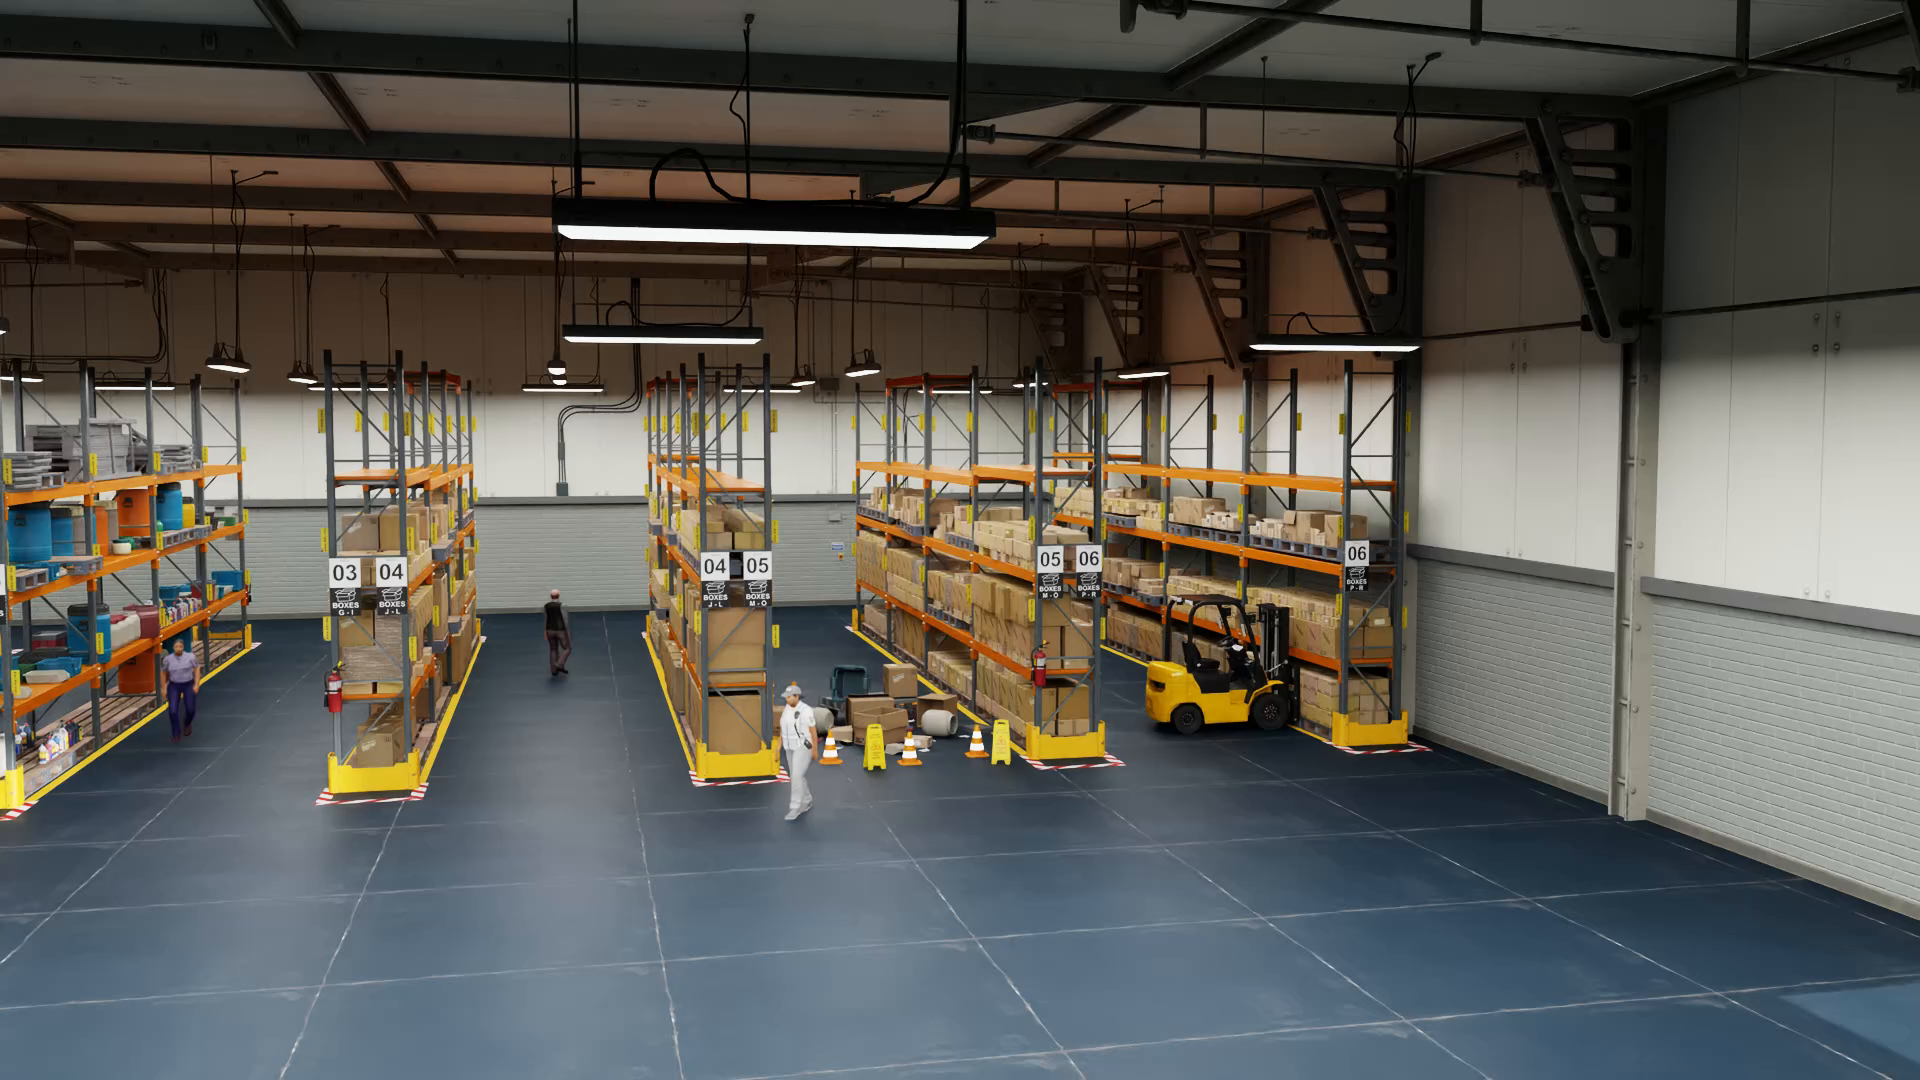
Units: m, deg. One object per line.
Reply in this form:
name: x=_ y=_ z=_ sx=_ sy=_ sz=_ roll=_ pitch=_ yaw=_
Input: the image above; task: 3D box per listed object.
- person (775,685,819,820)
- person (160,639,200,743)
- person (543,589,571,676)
person: x=-2.122 y=2.698 z=21.297 sx=0.611 sy=1.659 sz=0.740 roll=4 pitch=5 yaw=43
person: x=-12.387 y=2.371 z=26.432 sx=0.571 sy=1.617 sz=0.557 roll=-2 pitch=4 yaw=-21
person: x=-8.041 y=1.846 z=33.088 sx=0.565 sy=1.722 sz=0.495 roll=1 pitch=4 yaw=16
